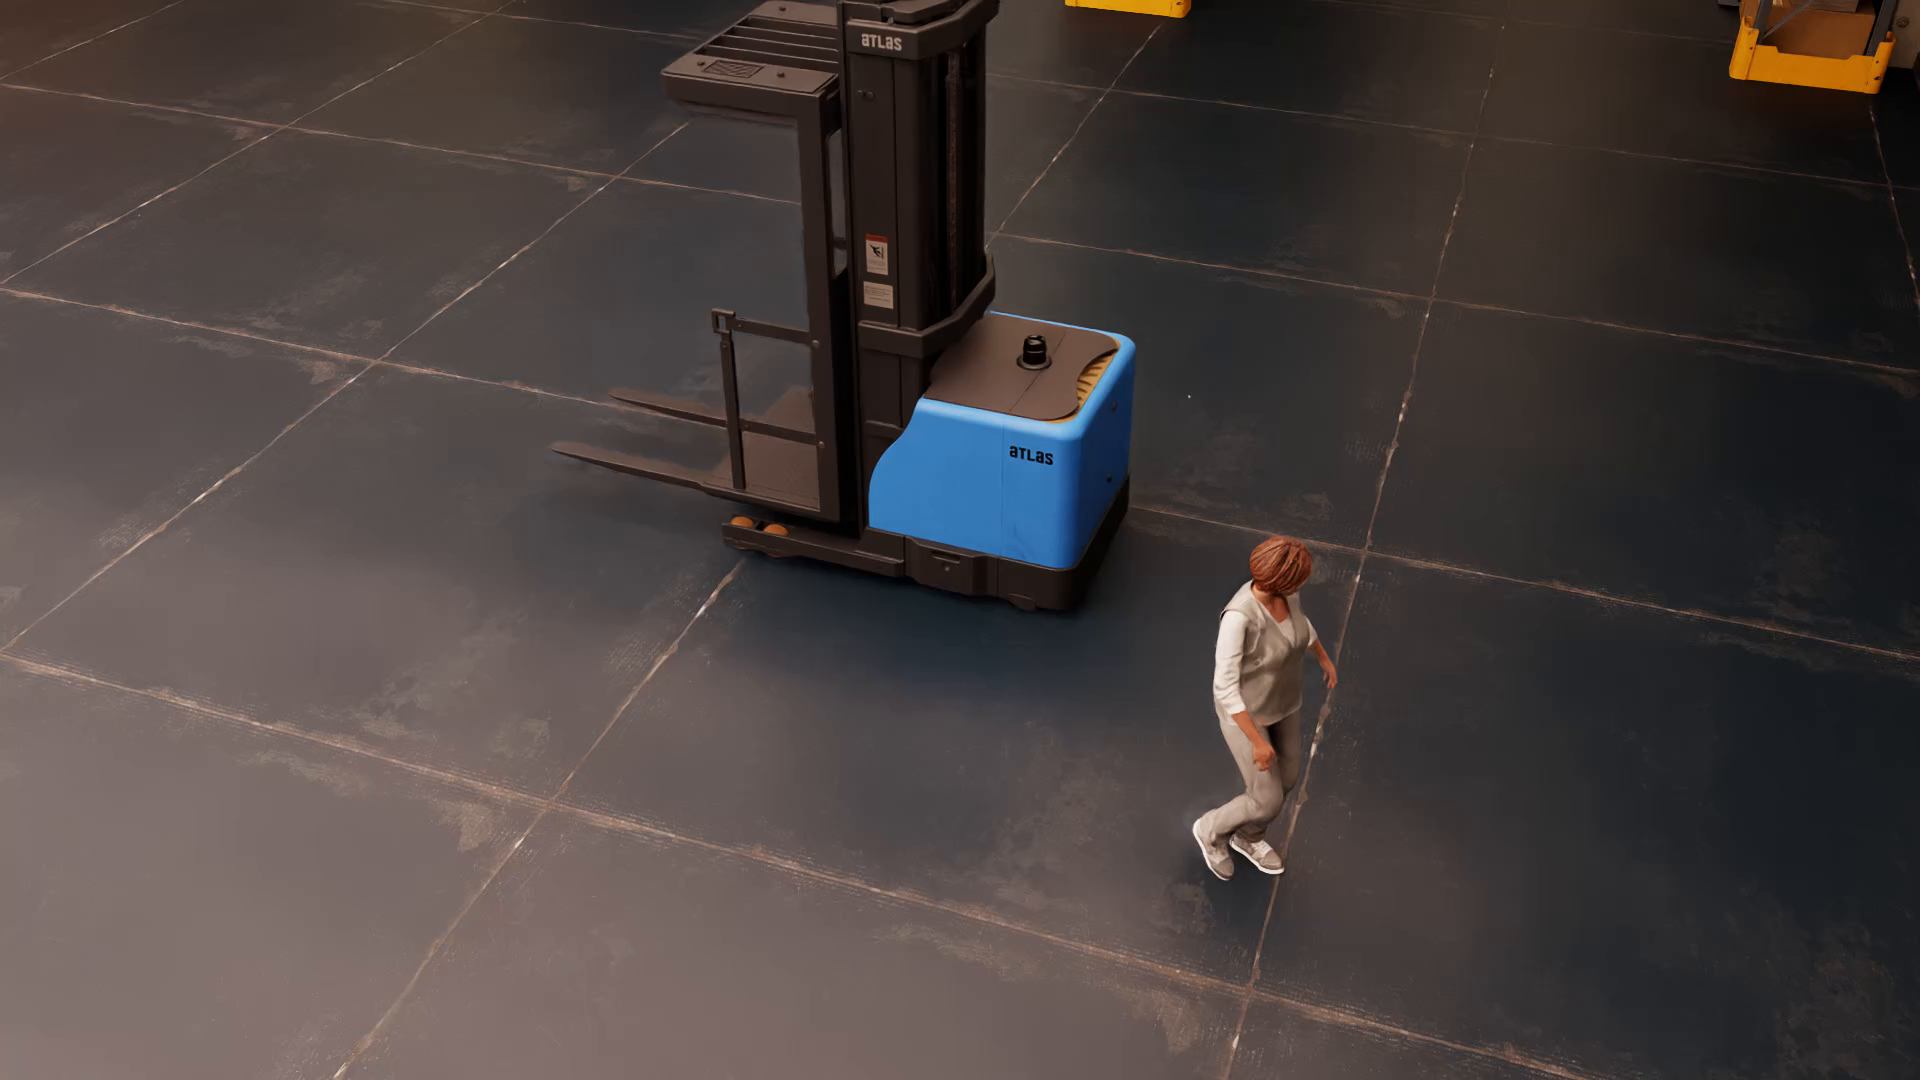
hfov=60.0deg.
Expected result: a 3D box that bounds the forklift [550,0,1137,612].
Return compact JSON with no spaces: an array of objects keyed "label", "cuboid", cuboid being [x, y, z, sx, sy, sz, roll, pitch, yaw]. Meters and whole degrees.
[{"label":"forklift","cuboid":[-0.685,-1.378,8.054,3.031,2.935,1.130,13,37,17]}]

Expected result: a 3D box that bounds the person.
[{"label":"person","cuboid":[1.207,0.657,6.374,0.669,1.564,0.411,-27,43,-33]}]
